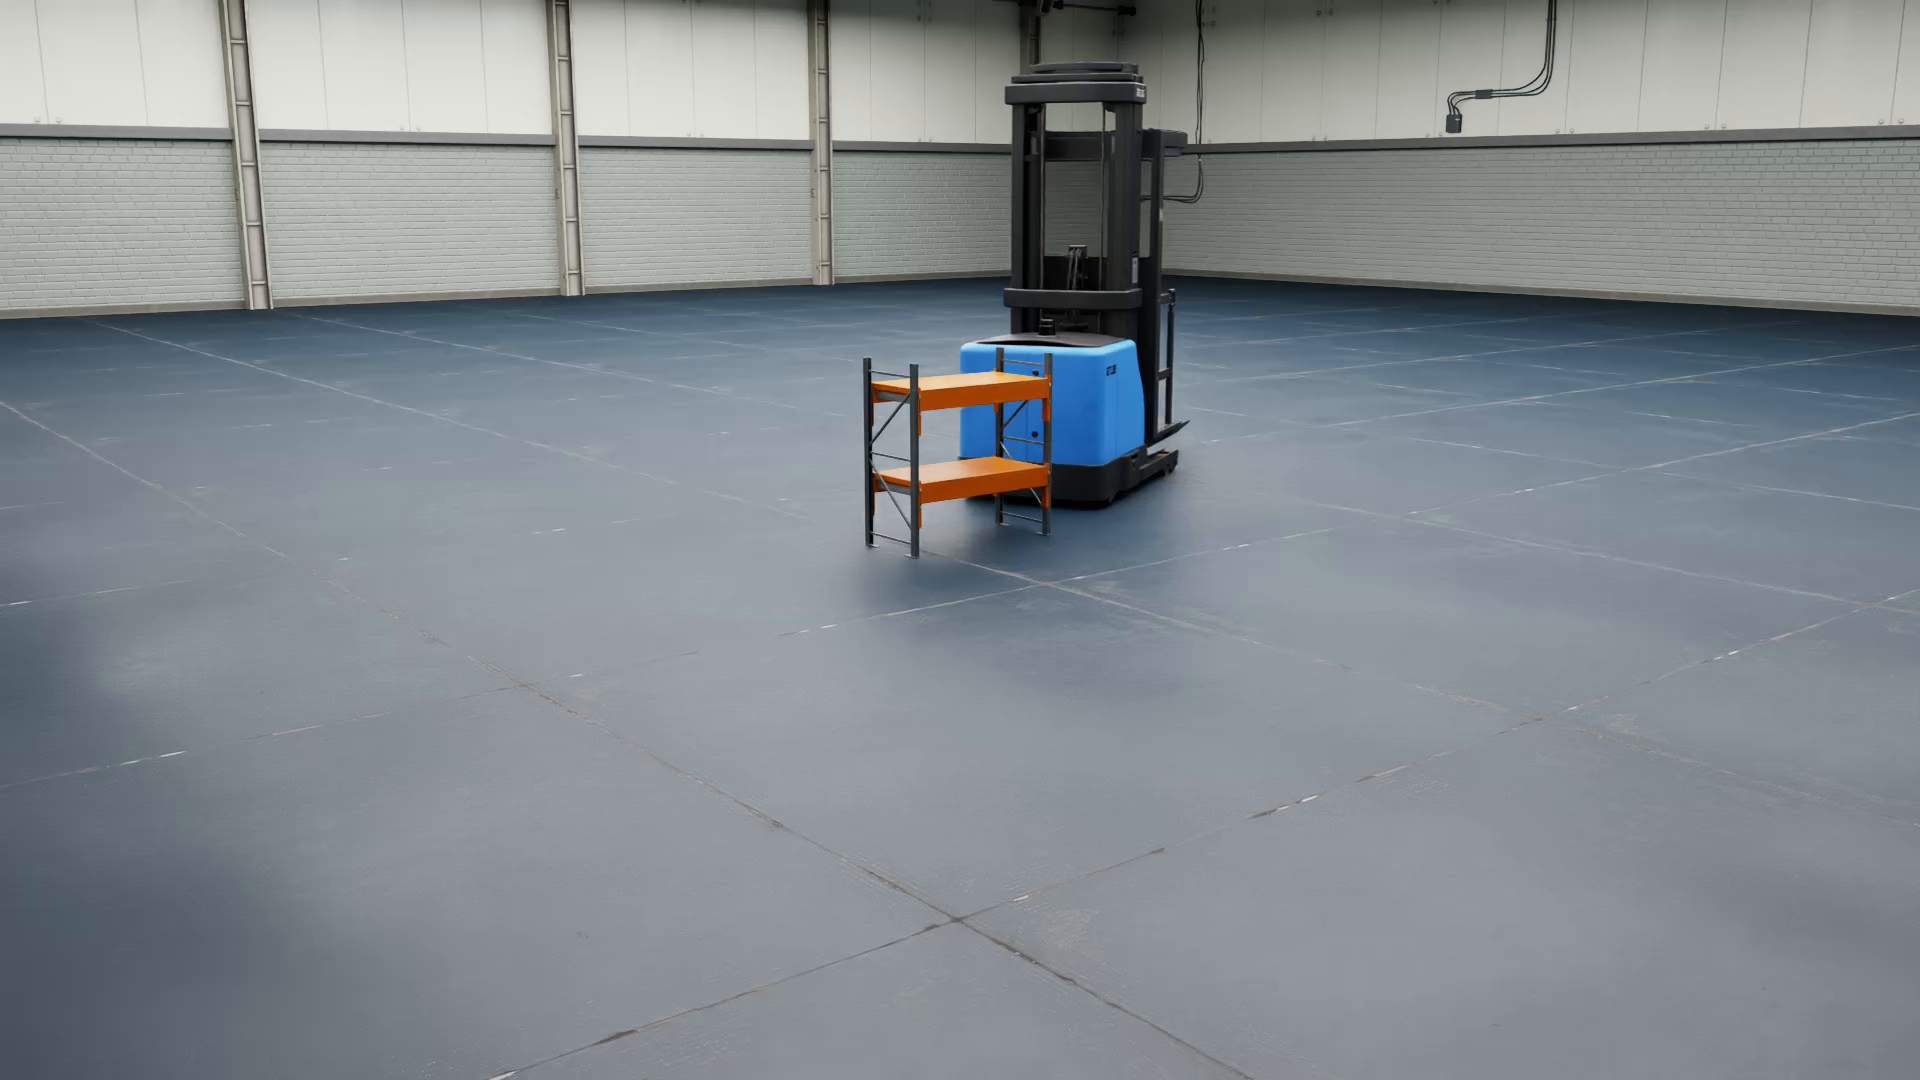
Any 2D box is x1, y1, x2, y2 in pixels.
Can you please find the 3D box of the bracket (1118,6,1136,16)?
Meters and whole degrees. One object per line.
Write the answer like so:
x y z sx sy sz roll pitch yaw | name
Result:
4.063 -12.895 40.527 0.430 0.232 0.235 -9 15 -38 | bracket

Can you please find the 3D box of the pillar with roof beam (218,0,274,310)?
-9.700 -7.797 25.182 0.400 9.000 9.100 -9 15 -38 | pillar with roof beam

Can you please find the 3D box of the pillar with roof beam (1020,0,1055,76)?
4.356 -10.132 36.182 0.548 9.000 9.100 -9 15 -38 | pillar with roof beam

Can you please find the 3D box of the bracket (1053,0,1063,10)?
2.212 -12.588 39.079 0.430 0.232 0.235 -9 15 -38 | bracket

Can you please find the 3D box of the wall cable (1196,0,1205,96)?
6.483 -11.511 37.992 0.112 2.526 3.097 -9 15 -38 | wall cable

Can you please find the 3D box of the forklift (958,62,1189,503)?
1.009 -1.942 12.218 1.130 2.935 3.031 5 13 22 | forklift

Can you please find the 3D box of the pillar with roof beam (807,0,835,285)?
-0.329 -9.354 32.515 0.548 9.000 9.100 -9 15 -38 | pillar with roof beam

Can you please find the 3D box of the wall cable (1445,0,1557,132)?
10.711 -11.120 32.646 0.169 6.003 2.305 -9 15 -38 | wall cable

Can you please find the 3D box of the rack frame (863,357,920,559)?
-0.402 -0.483 9.697 0.032 1.125 0.500 -9 15 -38 | rack frame

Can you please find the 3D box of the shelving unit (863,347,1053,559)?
-0.005 -0.549 10.008 1.048 1.125 0.538 -9 15 -38 | shelving unit

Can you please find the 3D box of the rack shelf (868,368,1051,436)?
-0.005 -0.836 9.947 1.000 0.278 0.538 -9 15 -38 | rack shelf

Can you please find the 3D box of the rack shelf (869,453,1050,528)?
-0.005 -0.310 10.059 1.000 0.278 0.538 -9 15 -38 | rack shelf

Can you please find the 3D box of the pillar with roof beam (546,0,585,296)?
-5.015 -8.575 28.849 0.400 9.000 9.100 -9 15 -38 | pillar with roof beam

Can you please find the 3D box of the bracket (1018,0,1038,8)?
1.564 -12.480 38.571 0.430 0.232 0.235 -9 15 -38 | bracket

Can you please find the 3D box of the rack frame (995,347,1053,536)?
0.392 -0.615 10.318 0.032 1.125 0.500 -9 15 -38 | rack frame

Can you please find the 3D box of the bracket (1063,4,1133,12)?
3.602 -12.819 40.166 3.189 0.066 0.076 -9 15 -38 | bracket

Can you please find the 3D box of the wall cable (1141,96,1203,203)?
4.793 -9.480 40.583 0.112 2.526 3.097 -9 15 -38 | wall cable

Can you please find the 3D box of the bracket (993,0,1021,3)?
-0.448 -12.146 36.997 4.783 0.066 0.076 -9 15 -38 | bracket
